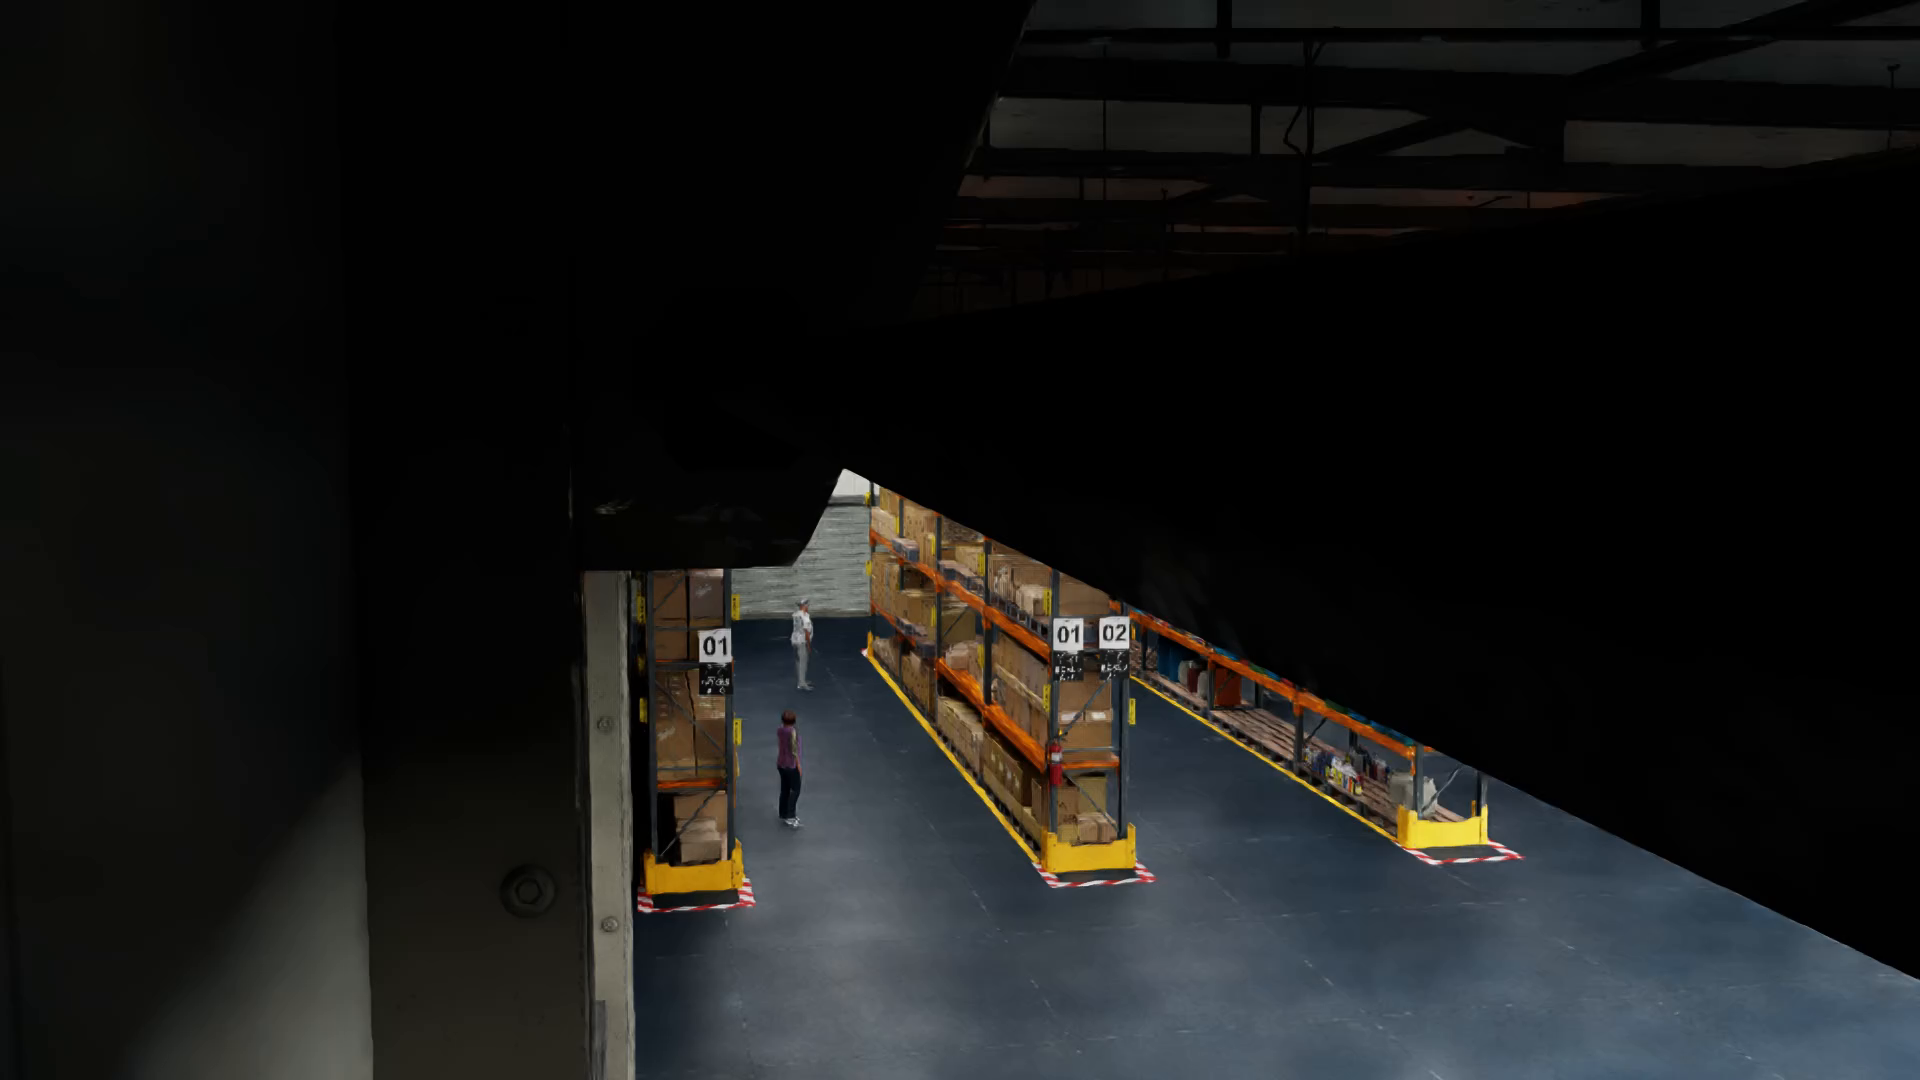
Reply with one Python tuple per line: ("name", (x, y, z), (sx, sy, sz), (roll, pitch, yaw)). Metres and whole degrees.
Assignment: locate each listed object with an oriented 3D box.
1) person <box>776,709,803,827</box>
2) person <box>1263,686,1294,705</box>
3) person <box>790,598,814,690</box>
("person", (-2.349, 3.148, 23.030), (0.336, 1.637, 0.469), (-5, 8, -39))
("person", (6.014, 2.210, 31.158), (0.557, 1.705, 1.116), (-1, 6, -13))
("person", (-3.063, 2.028, 32.716), (0.492, 1.767, 0.625), (-4, 7, -34))
